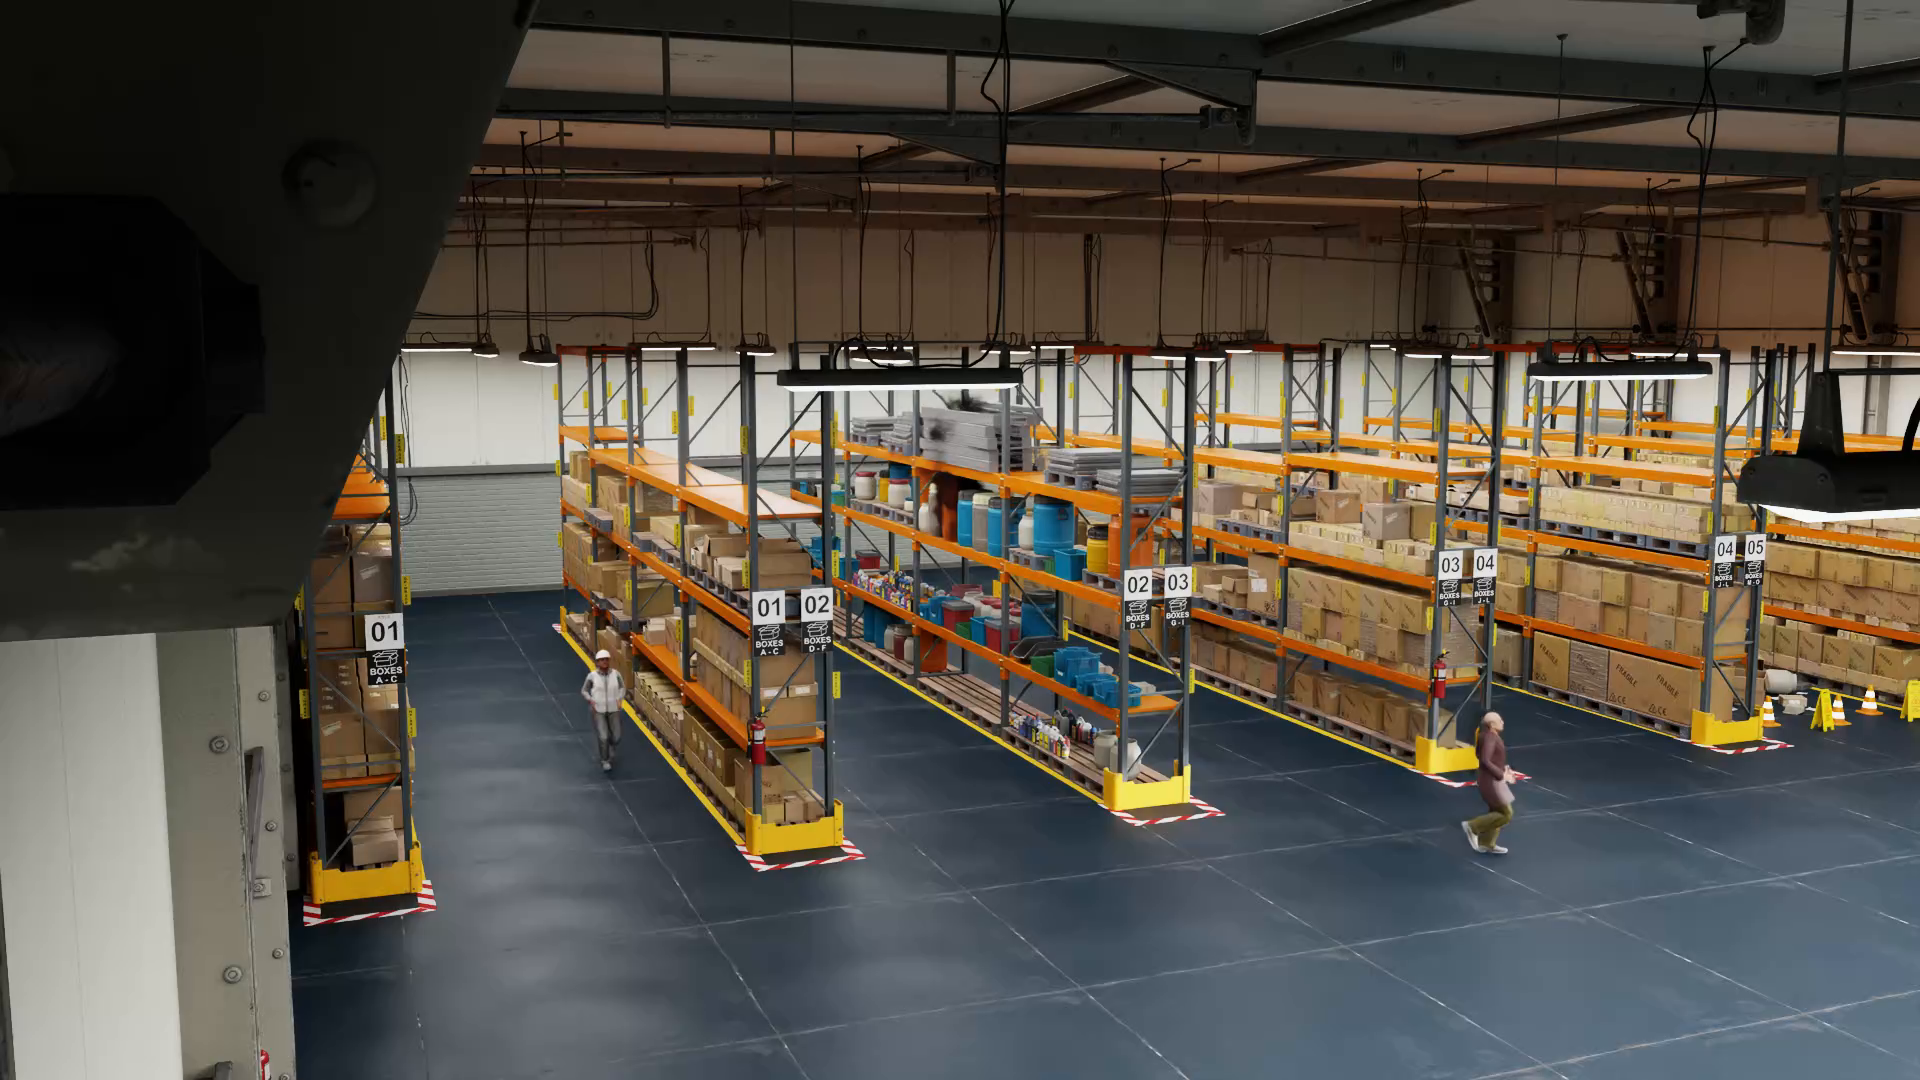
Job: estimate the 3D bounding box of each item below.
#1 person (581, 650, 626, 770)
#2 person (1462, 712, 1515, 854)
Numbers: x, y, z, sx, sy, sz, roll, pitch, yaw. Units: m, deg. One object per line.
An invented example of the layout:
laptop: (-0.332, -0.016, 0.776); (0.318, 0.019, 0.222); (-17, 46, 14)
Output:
person: (-5.124, 2.437, 23.986); (0.657, 1.721, 0.612); (-3, 8, -21)
person: (6.418, 2.970, 20.064); (0.572, 1.647, 0.694); (1, 7, 9)
